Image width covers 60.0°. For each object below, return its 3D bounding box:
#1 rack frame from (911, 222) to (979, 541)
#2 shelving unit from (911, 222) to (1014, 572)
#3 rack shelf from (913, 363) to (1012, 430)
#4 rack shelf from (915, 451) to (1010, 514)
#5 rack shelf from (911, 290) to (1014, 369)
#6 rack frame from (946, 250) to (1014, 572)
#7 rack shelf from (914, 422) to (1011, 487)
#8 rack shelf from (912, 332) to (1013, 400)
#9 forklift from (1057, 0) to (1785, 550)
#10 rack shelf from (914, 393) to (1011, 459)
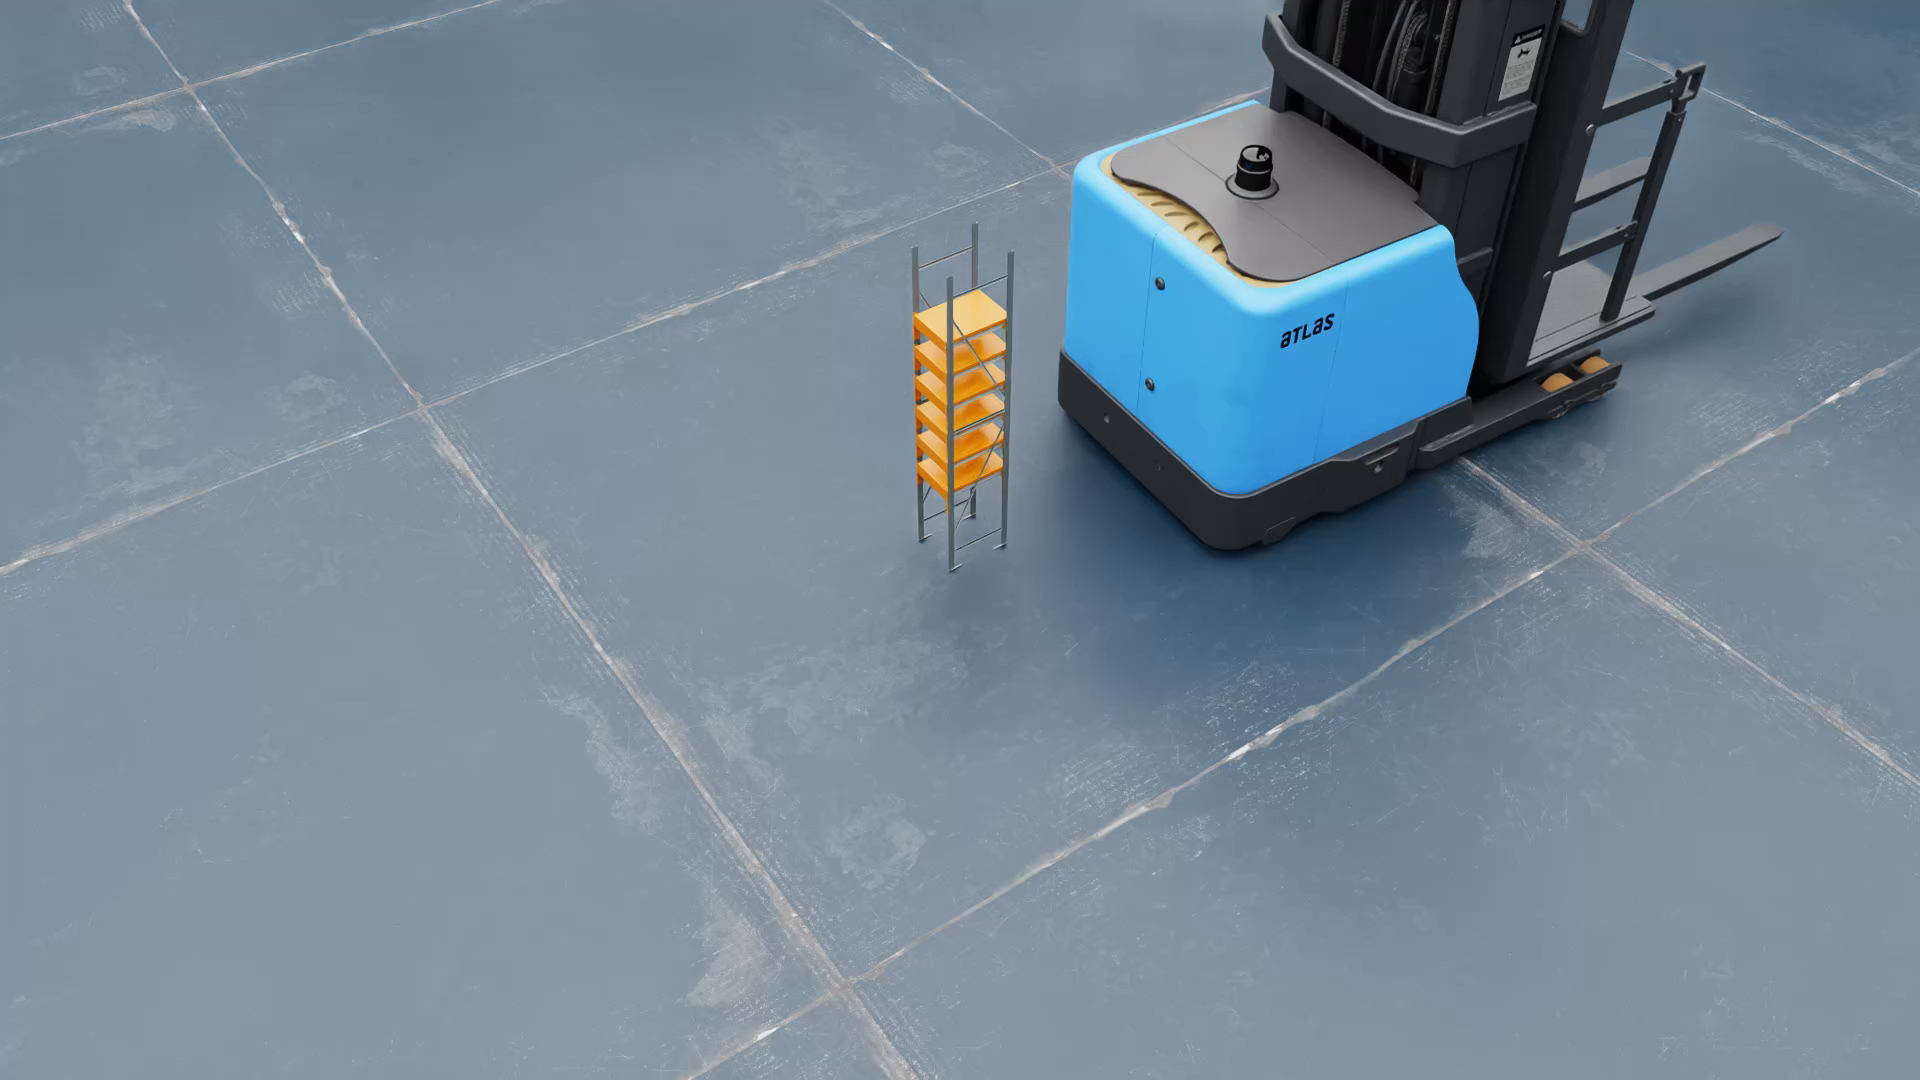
[{"bbox_3d":[-0.044,-0.478,5.381,0.240,1.200,0.006,-26,49,-24],"label":"rack frame"},{"bbox_3d":[0.008,-0.426,5.327,0.258,1.200,0.189,-26,49,-24],"label":"shelving unit"},{"bbox_3d":[0.008,-0.480,5.275,0.258,0.103,0.180,-26,49,-24],"label":"rack shelf"},{"bbox_3d":[0.008,-0.220,5.524,0.258,0.103,0.180,-26,49,-24],"label":"rack shelf"},{"bbox_3d":[0.008,-0.654,5.109,0.258,0.103,0.180,-26,49,-24],"label":"rack shelf"},{"bbox_3d":[0.061,-0.374,5.273,0.240,1.200,0.006,-26,49,-24],"label":"rack frame"},{"bbox_3d":[0.008,-0.307,5.441,0.258,0.103,0.180,-26,49,-24],"label":"rack shelf"},{"bbox_3d":[0.008,-0.567,5.192,0.258,0.103,0.180,-26,49,-24],"label":"rack shelf"},{"bbox_3d":[1.887,-1.804,5.517,3.031,2.935,1.130,-23,48,-22],"label":"forklift"},{"bbox_3d":[0.008,-0.394,5.358,0.258,0.103,0.180,-26,49,-24],"label":"rack shelf"}]
